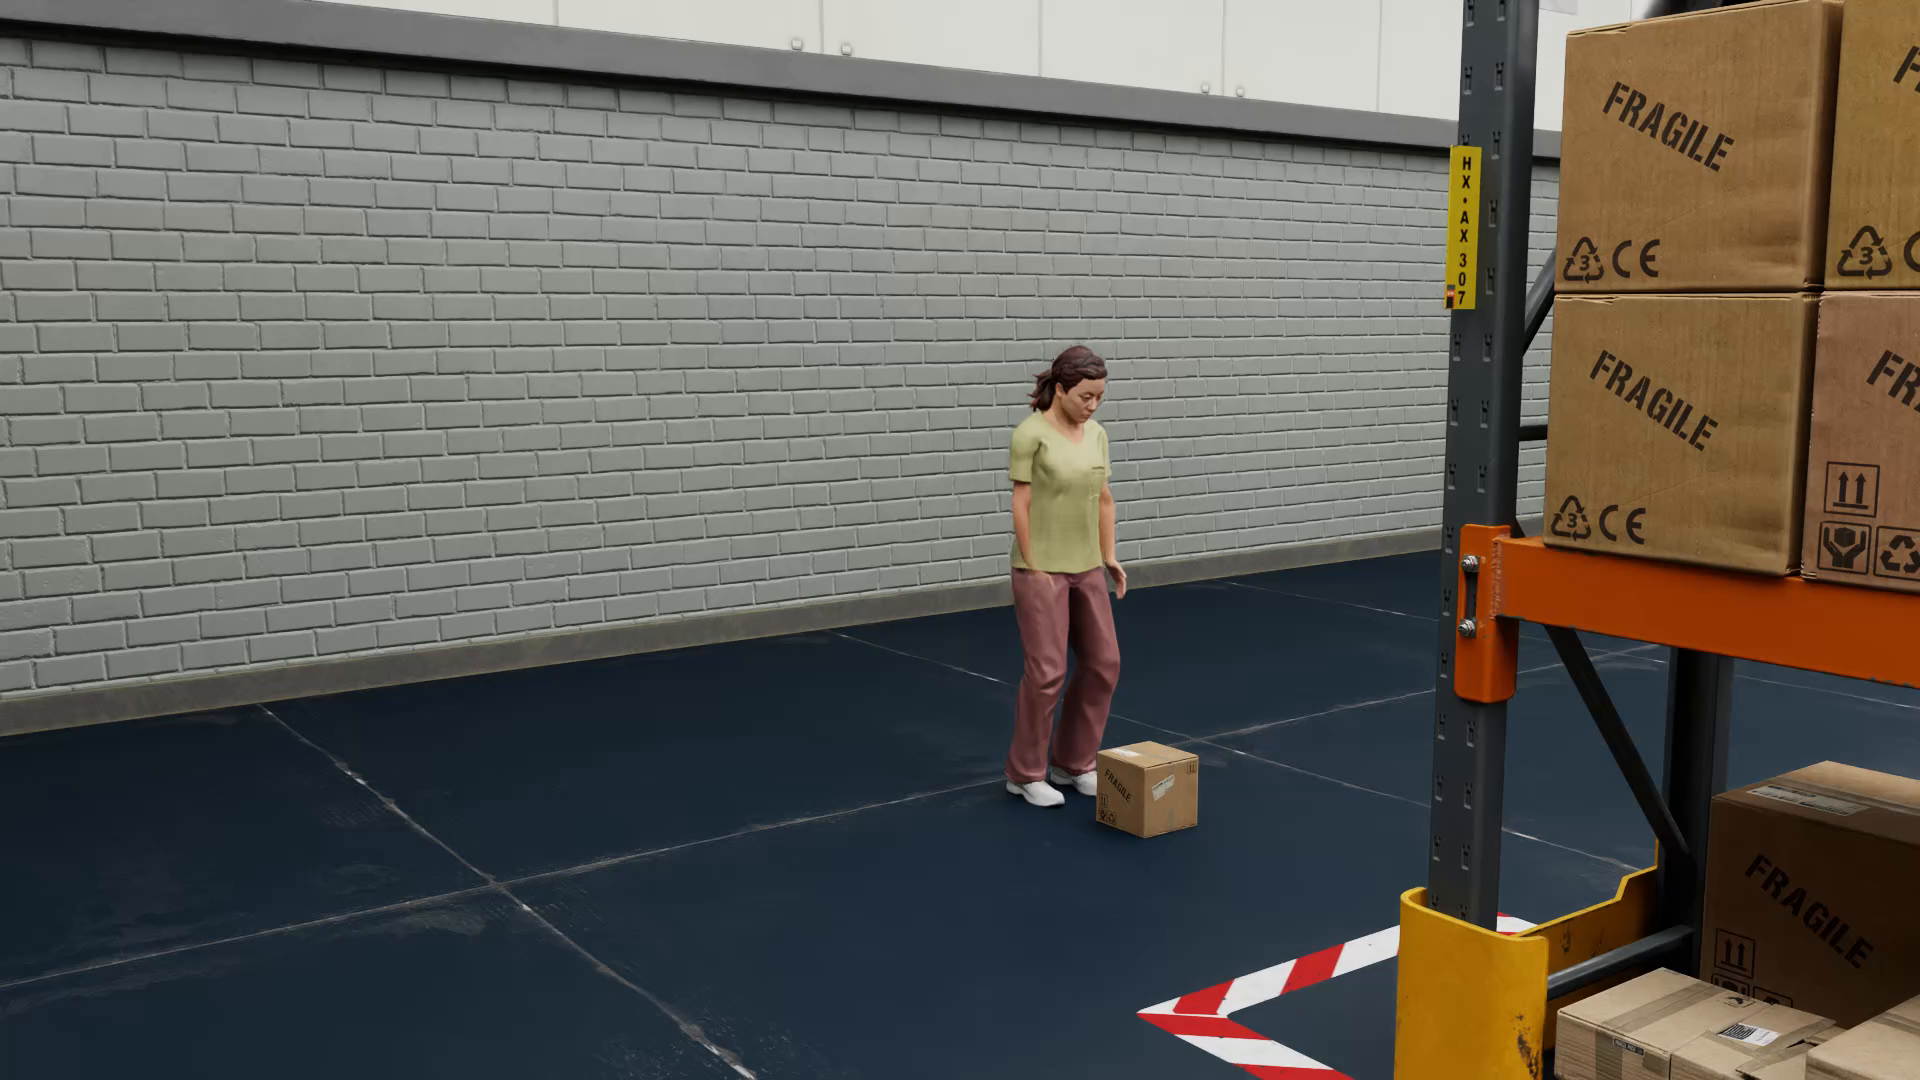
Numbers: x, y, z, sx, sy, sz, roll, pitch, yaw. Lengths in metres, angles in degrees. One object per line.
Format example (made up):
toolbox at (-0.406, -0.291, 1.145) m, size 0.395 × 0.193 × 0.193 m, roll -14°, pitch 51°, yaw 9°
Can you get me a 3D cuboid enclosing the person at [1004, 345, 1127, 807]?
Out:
person at (0.386, 0.121, 6.056) m, size 0.460 × 1.652 × 0.347 m, roll -5°, pitch 10°, yaw -35°
